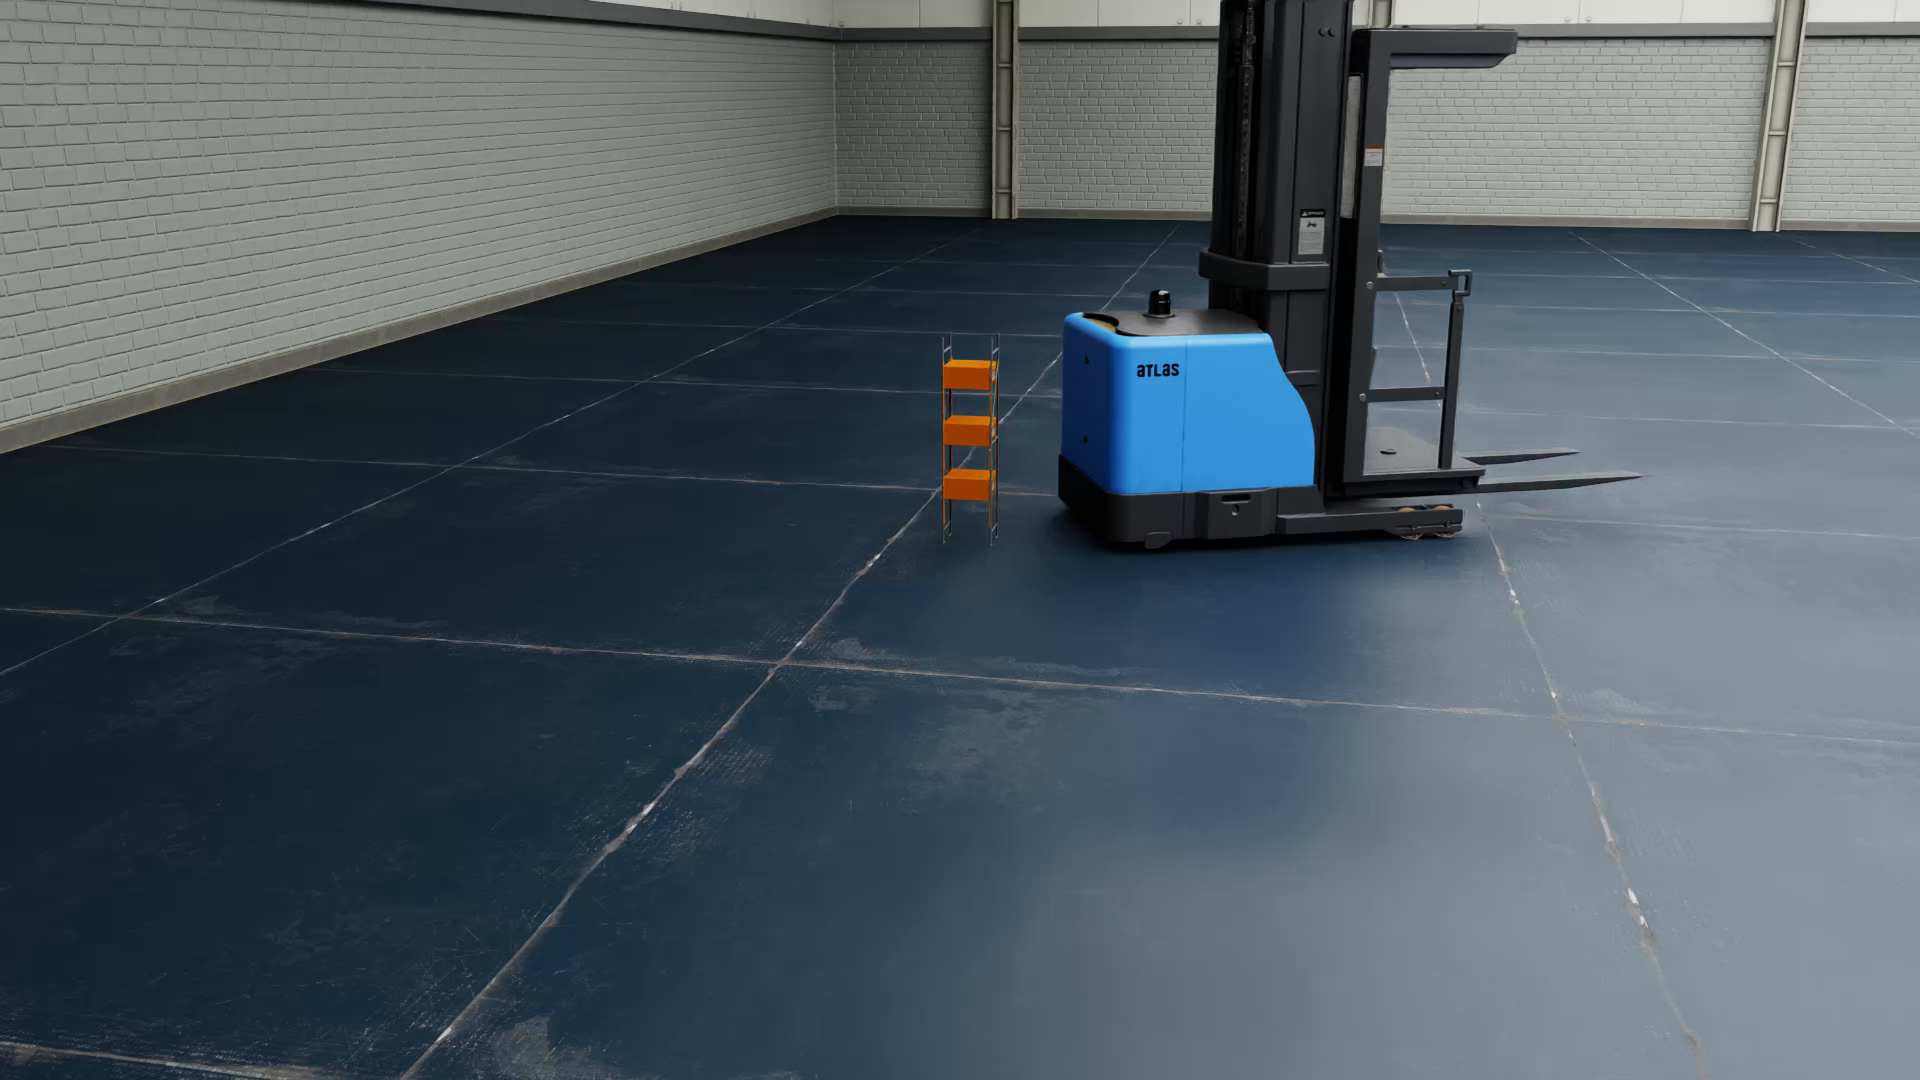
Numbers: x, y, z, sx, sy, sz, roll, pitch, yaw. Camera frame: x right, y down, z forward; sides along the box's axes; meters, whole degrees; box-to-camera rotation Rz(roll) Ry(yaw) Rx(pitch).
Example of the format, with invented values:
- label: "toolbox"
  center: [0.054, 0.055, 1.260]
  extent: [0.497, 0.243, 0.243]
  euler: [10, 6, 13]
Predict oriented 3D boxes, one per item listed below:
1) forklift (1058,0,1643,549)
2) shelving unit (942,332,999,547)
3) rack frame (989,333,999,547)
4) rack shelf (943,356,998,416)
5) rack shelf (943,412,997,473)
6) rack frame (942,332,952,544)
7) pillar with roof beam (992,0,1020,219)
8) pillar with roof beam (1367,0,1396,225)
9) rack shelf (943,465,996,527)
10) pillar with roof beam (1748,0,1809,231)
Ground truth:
- label: "forklift"
  center: [2.106, -1.546, 8.581]
  extent: [3.031, 2.935, 1.130]
  euler: [-3, 16, -11]
- label: "shelving unit"
  center: [0.052, -0.503, 8.342]
  extent: [0.252, 1.050, 0.215]
  euler: [3, 16, 11]
- label: "rack frame"
  center: [0.172, -0.497, 8.318]
  extent: [0.008, 1.050, 0.200]
  euler: [3, 16, 11]
- label: "rack shelf"
  center: [0.052, -0.766, 8.269]
  extent: [0.240, 0.259, 0.215]
  euler: [3, 16, 11]
- label: "rack shelf"
  center: [0.052, -0.493, 8.344]
  extent: [0.240, 0.259, 0.215]
  euler: [3, 16, 11]
- label: "rack frame"
  center: [-0.067, -0.510, 8.365]
  extent: [0.008, 1.050, 0.200]
  euler: [3, 16, 11]
- label: "pillar with roof beam"
  center: [-0.097, -8.676, 22.955]
  extent: [0.400, 9.000, 9.100]
  euler: [3, 16, 11]
- label: "pillar with roof beam"
  center: [5.782, -8.357, 21.803]
  extent: [0.400, 9.000, 9.100]
  euler: [3, 16, 11]
- label: "rack shelf"
  center: [0.052, -0.225, 8.419]
  extent: [0.240, 0.259, 0.215]
  euler: [3, 16, 11]
- label: "pillar with roof beam"
  center: [11.662, -8.037, 20.650]
  extent: [0.400, 9.000, 9.100]
  euler: [3, 16, 11]
